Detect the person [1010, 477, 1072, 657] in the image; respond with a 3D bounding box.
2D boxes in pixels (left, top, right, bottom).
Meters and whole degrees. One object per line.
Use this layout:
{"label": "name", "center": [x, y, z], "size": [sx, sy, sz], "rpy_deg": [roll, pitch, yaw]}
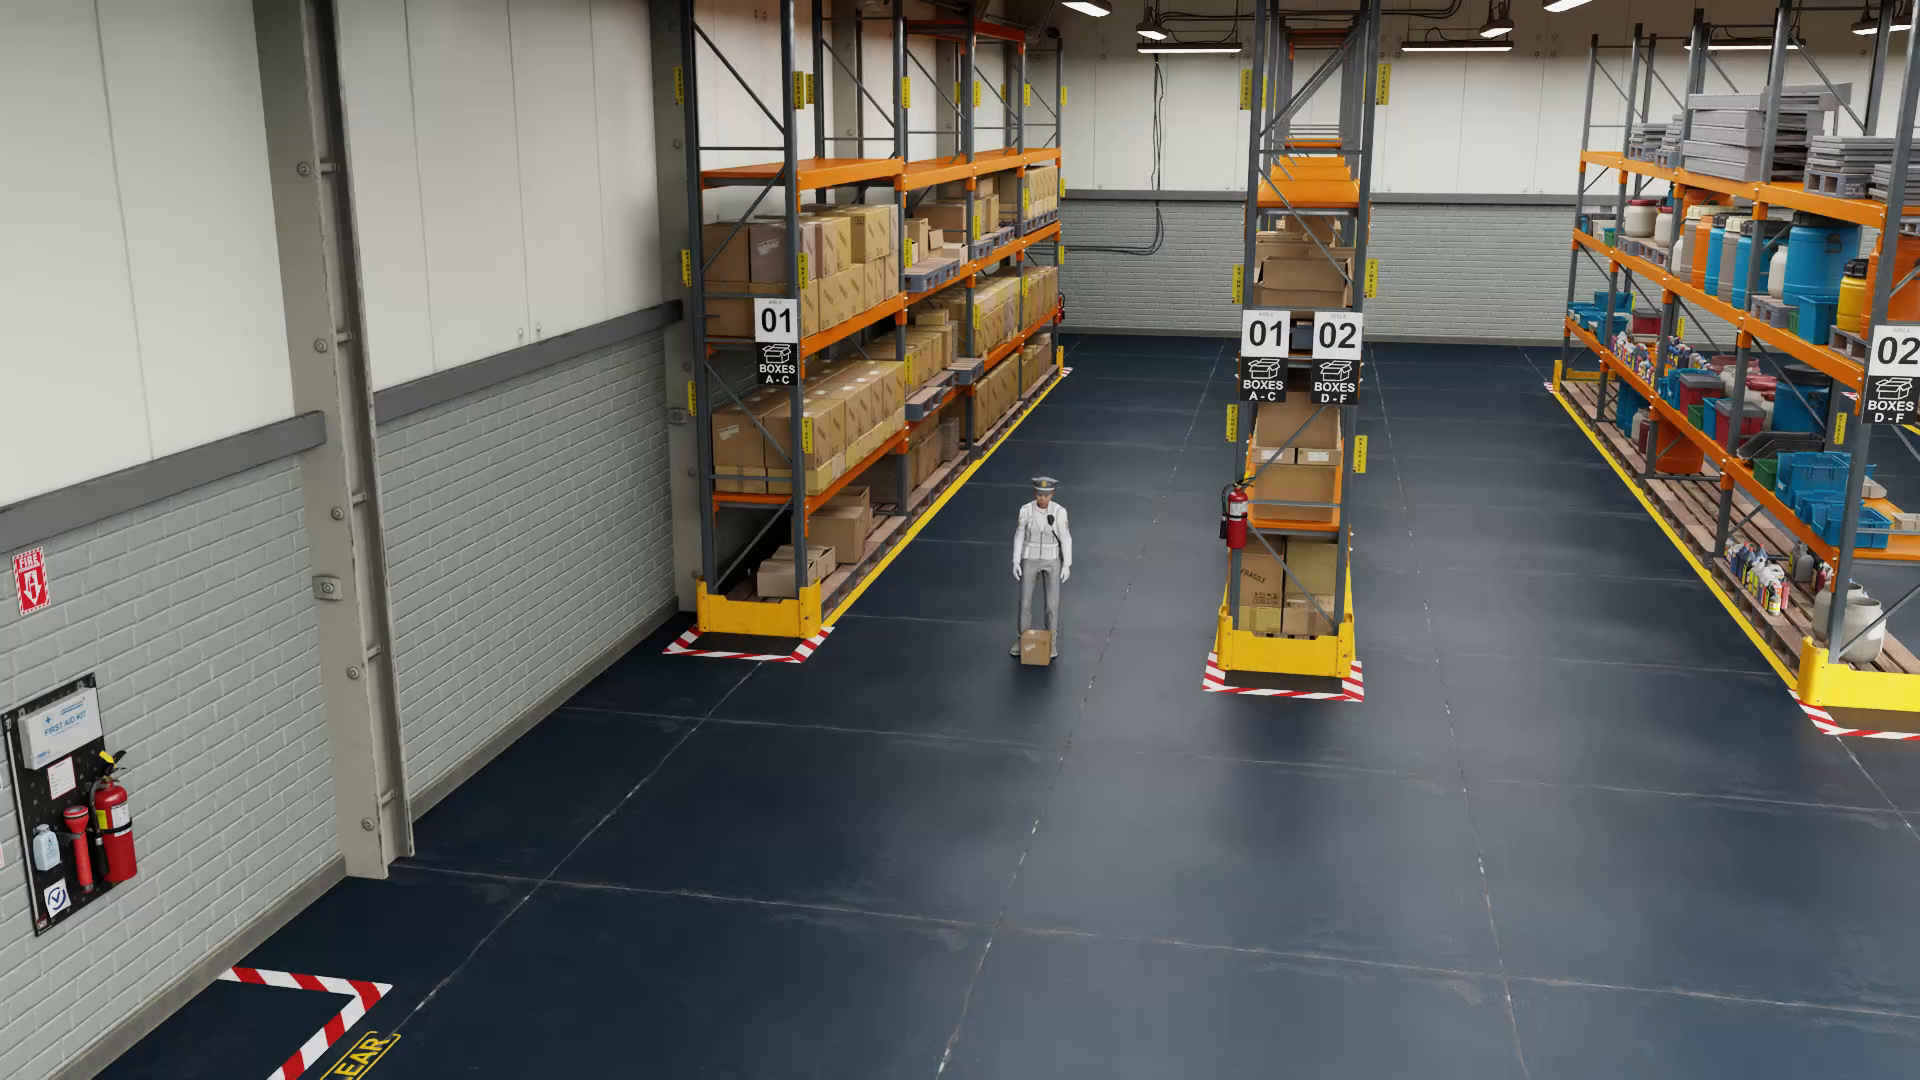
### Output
{"label": "person", "center": [0.743, 0.229, 15.129], "size": [0.546, 1.667, 0.369], "rpy_deg": [2, 15, 8]}
